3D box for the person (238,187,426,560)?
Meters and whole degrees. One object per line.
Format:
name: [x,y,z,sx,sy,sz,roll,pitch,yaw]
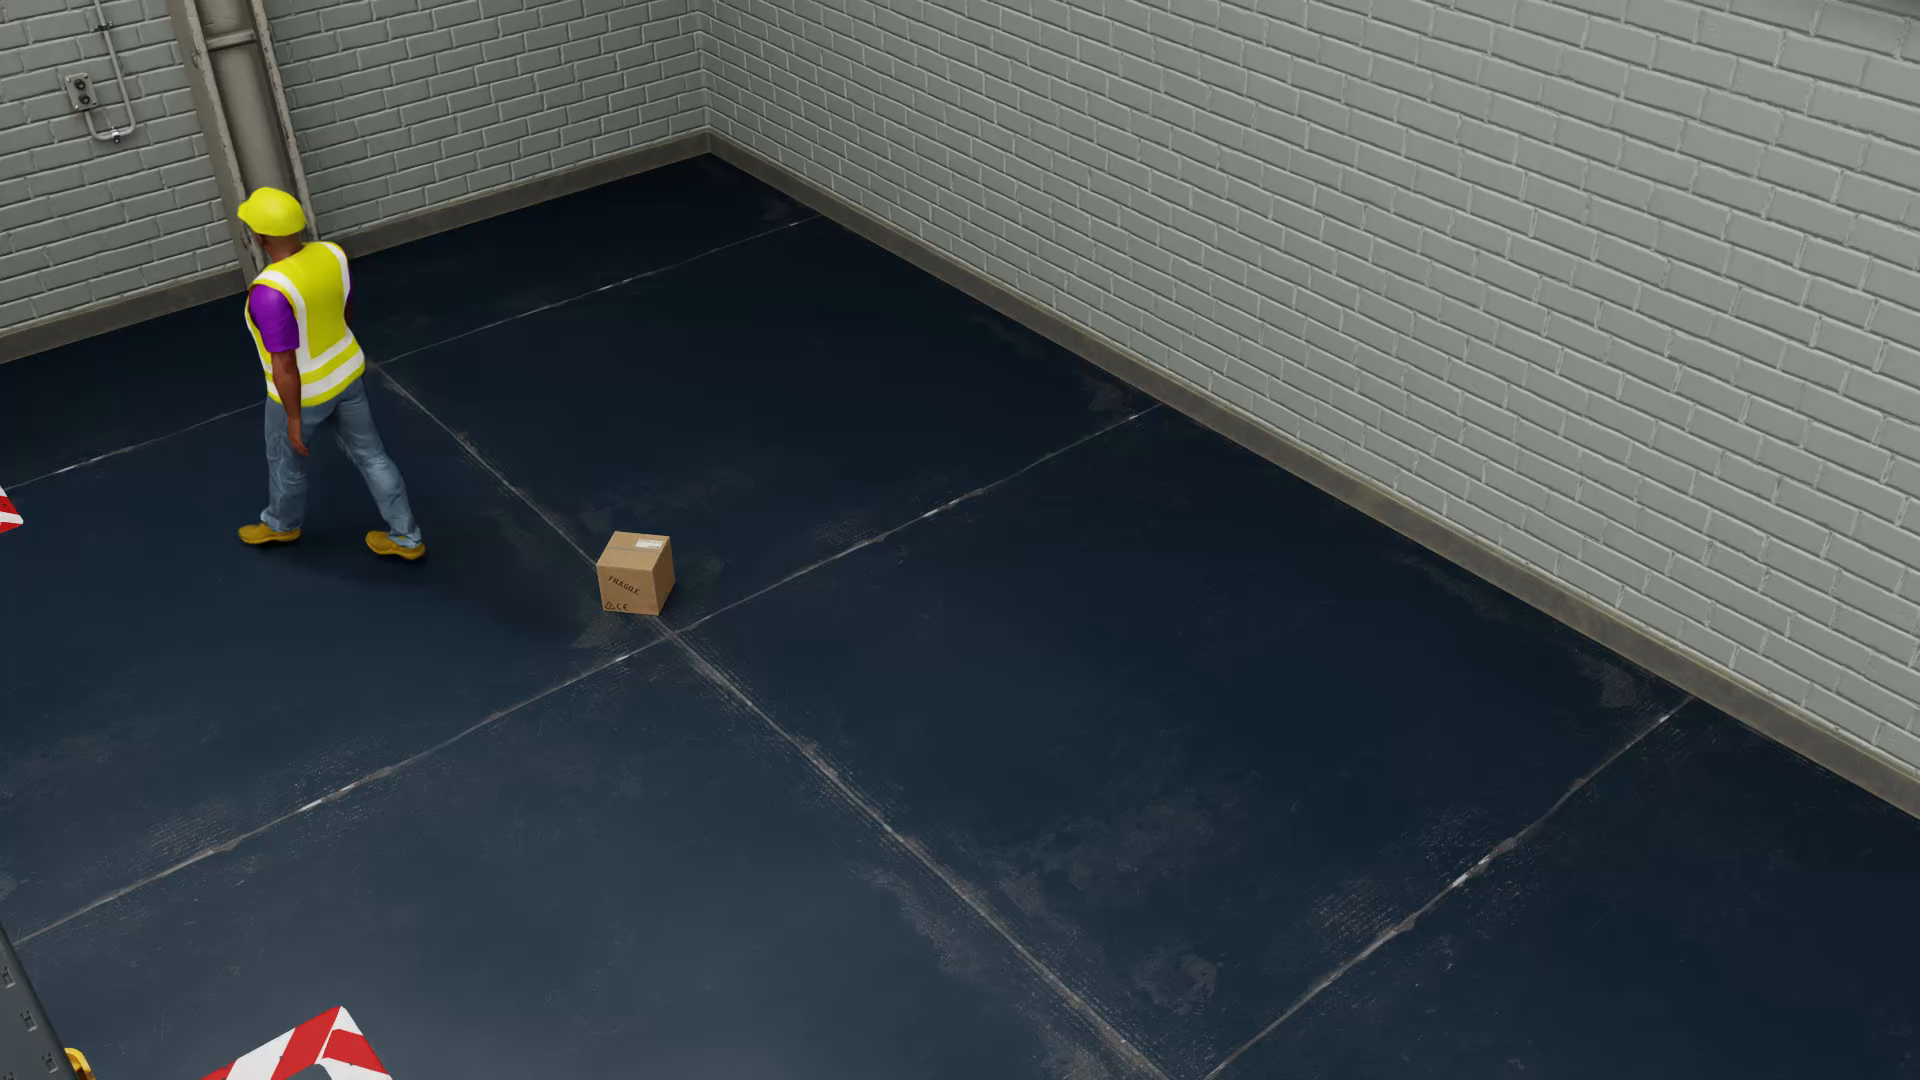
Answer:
person: [-2.812,-0.709,7.086,0.918,1.737,0.626,15,38,20]
